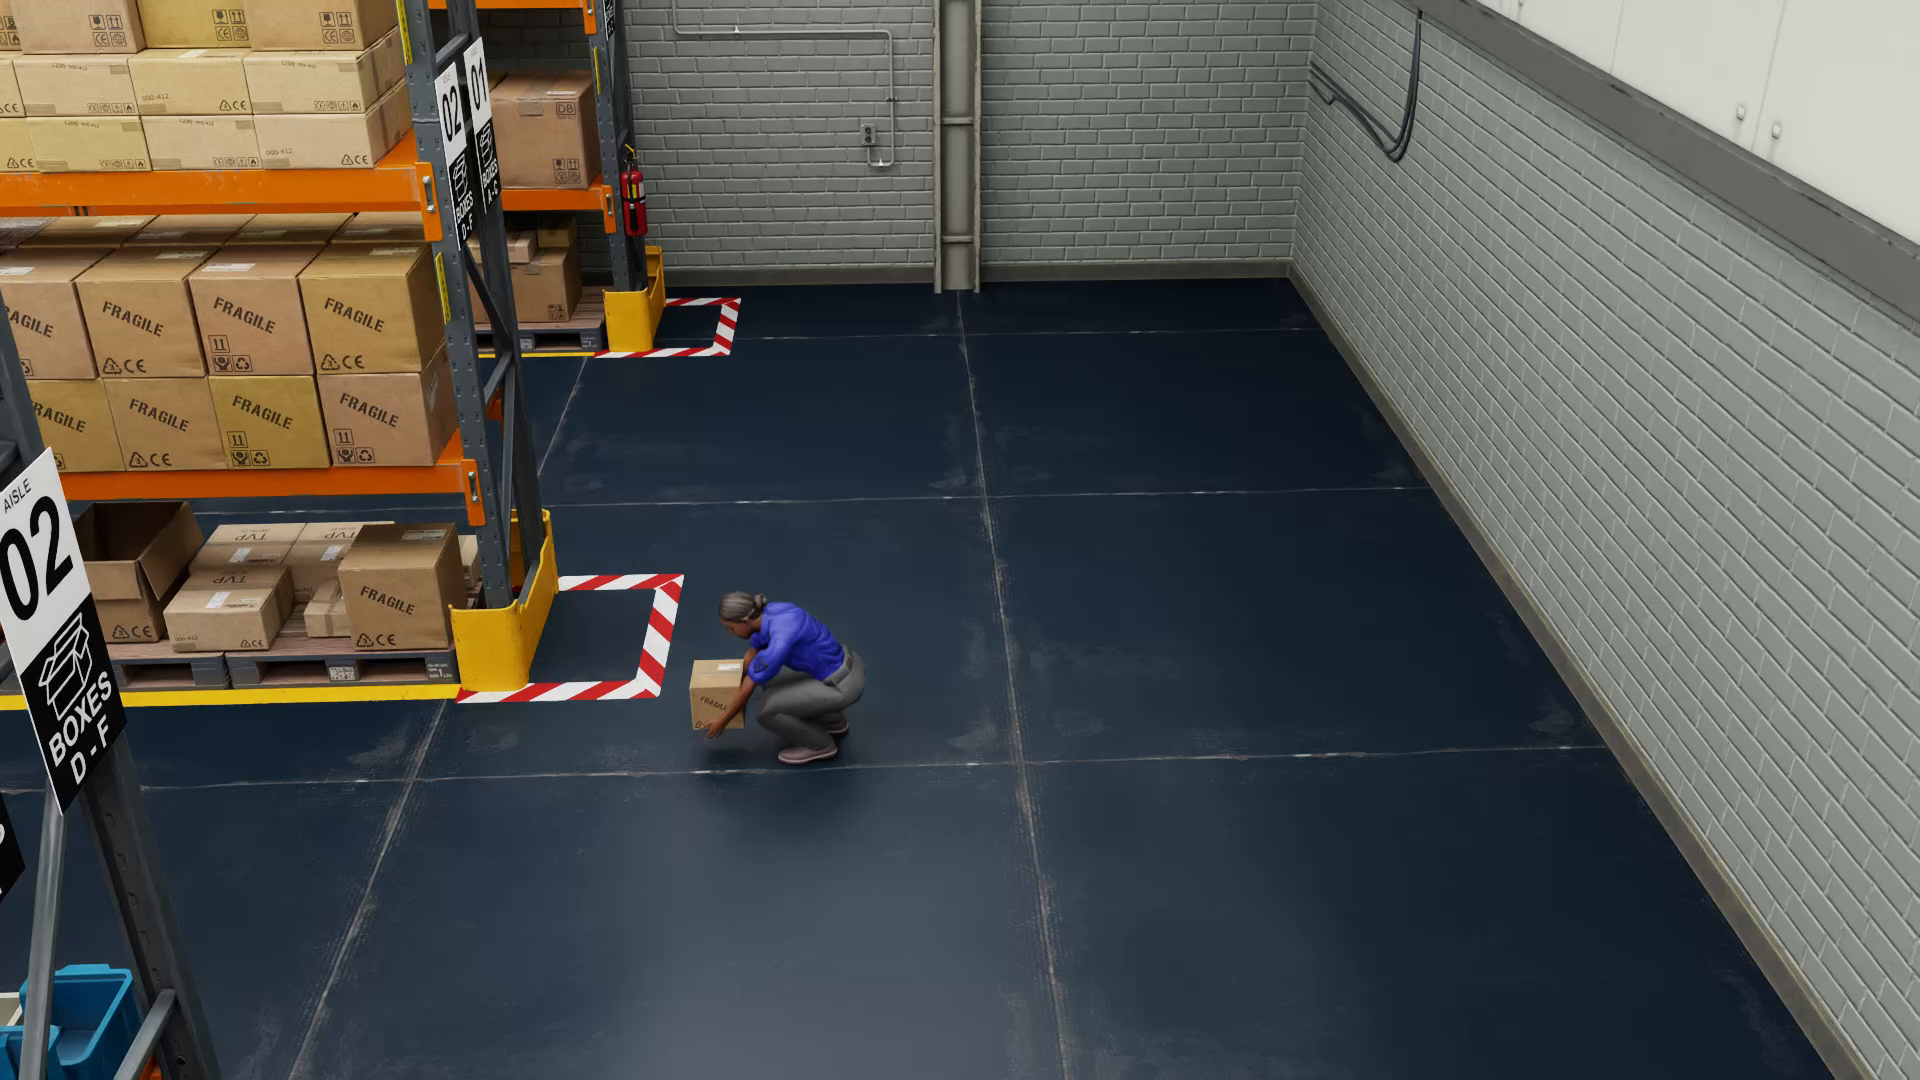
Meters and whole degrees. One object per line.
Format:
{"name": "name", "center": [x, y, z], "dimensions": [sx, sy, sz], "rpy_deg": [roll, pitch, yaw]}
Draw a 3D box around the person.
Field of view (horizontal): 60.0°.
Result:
{"name": "person", "center": [-0.870, 0.637, 8.208], "dimensions": [0.827, 0.938, 0.469], "rpy_deg": [-2, 28, -3]}
